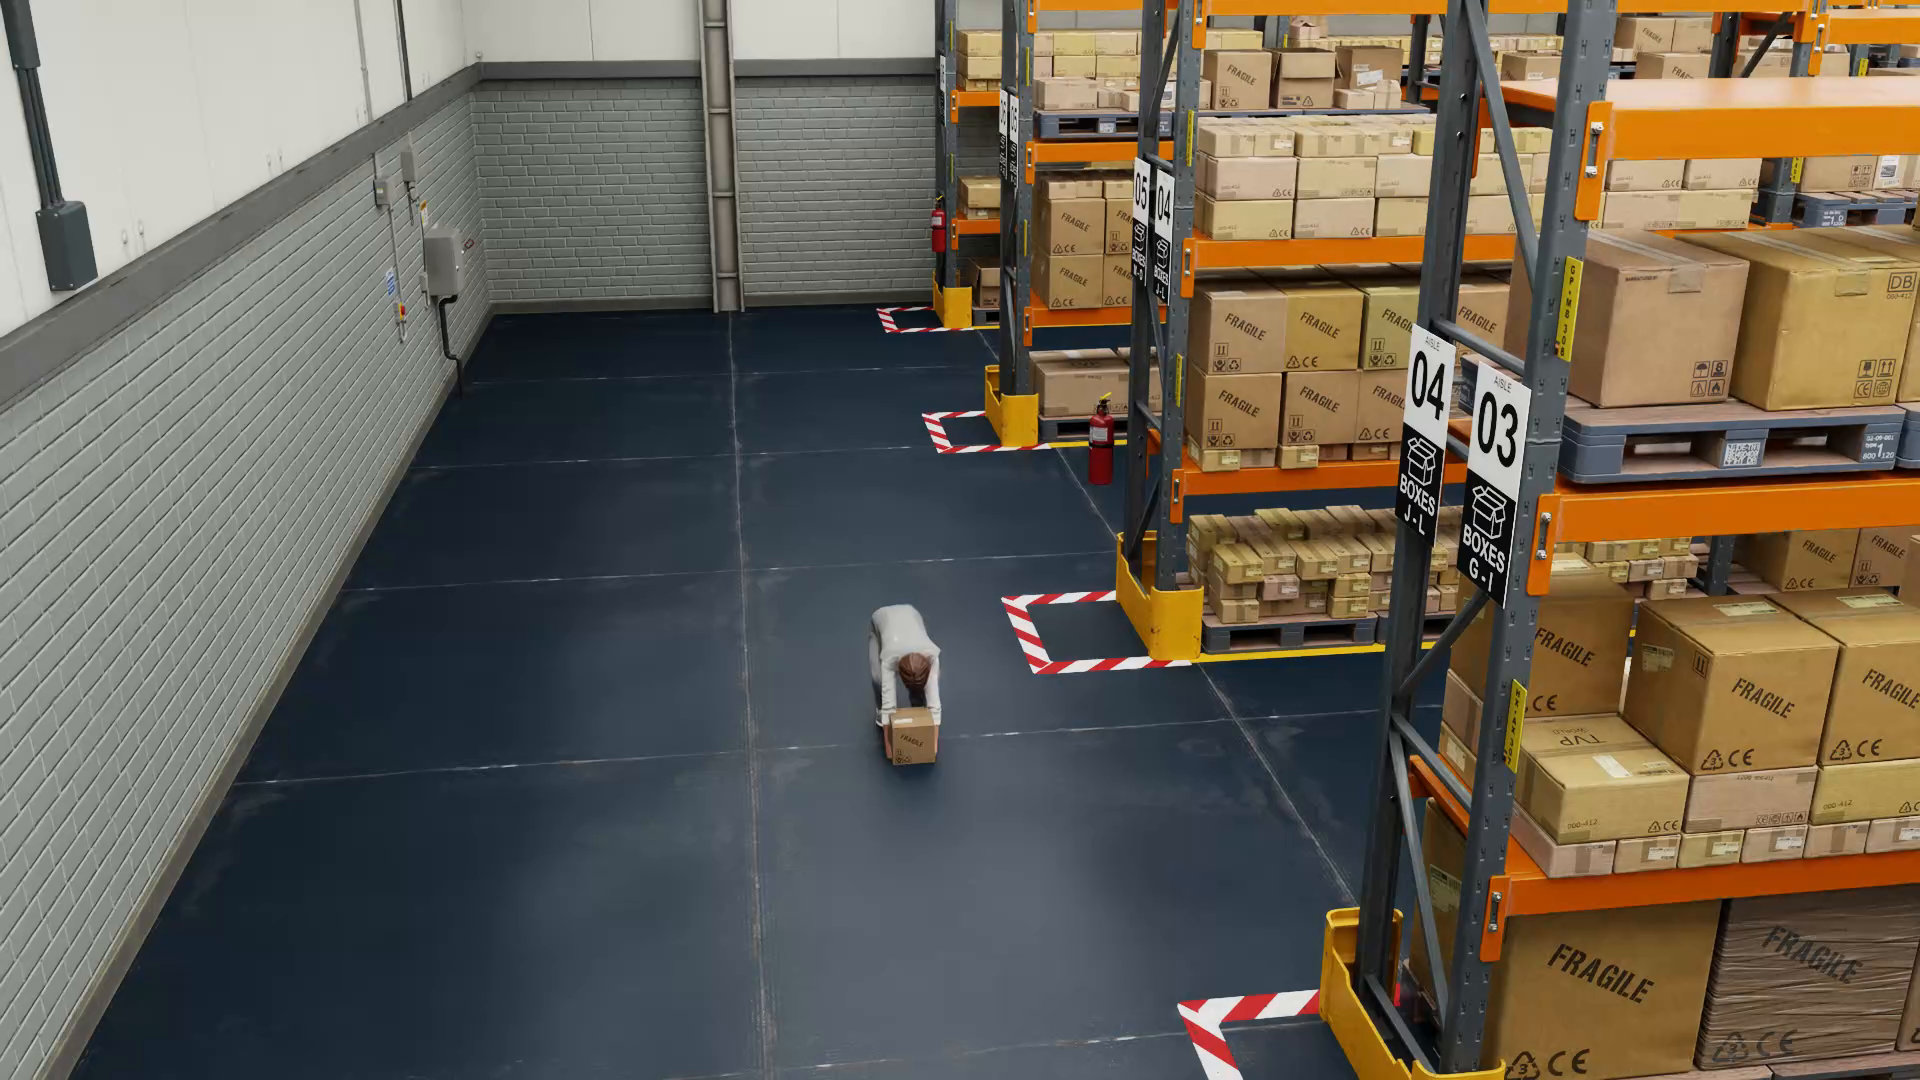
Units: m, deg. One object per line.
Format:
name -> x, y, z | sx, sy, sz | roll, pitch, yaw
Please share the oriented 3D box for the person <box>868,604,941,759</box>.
person -> -0.331, 0.831, 10.103 | 0.427, 0.768, 0.873 | -4, 21, -9
